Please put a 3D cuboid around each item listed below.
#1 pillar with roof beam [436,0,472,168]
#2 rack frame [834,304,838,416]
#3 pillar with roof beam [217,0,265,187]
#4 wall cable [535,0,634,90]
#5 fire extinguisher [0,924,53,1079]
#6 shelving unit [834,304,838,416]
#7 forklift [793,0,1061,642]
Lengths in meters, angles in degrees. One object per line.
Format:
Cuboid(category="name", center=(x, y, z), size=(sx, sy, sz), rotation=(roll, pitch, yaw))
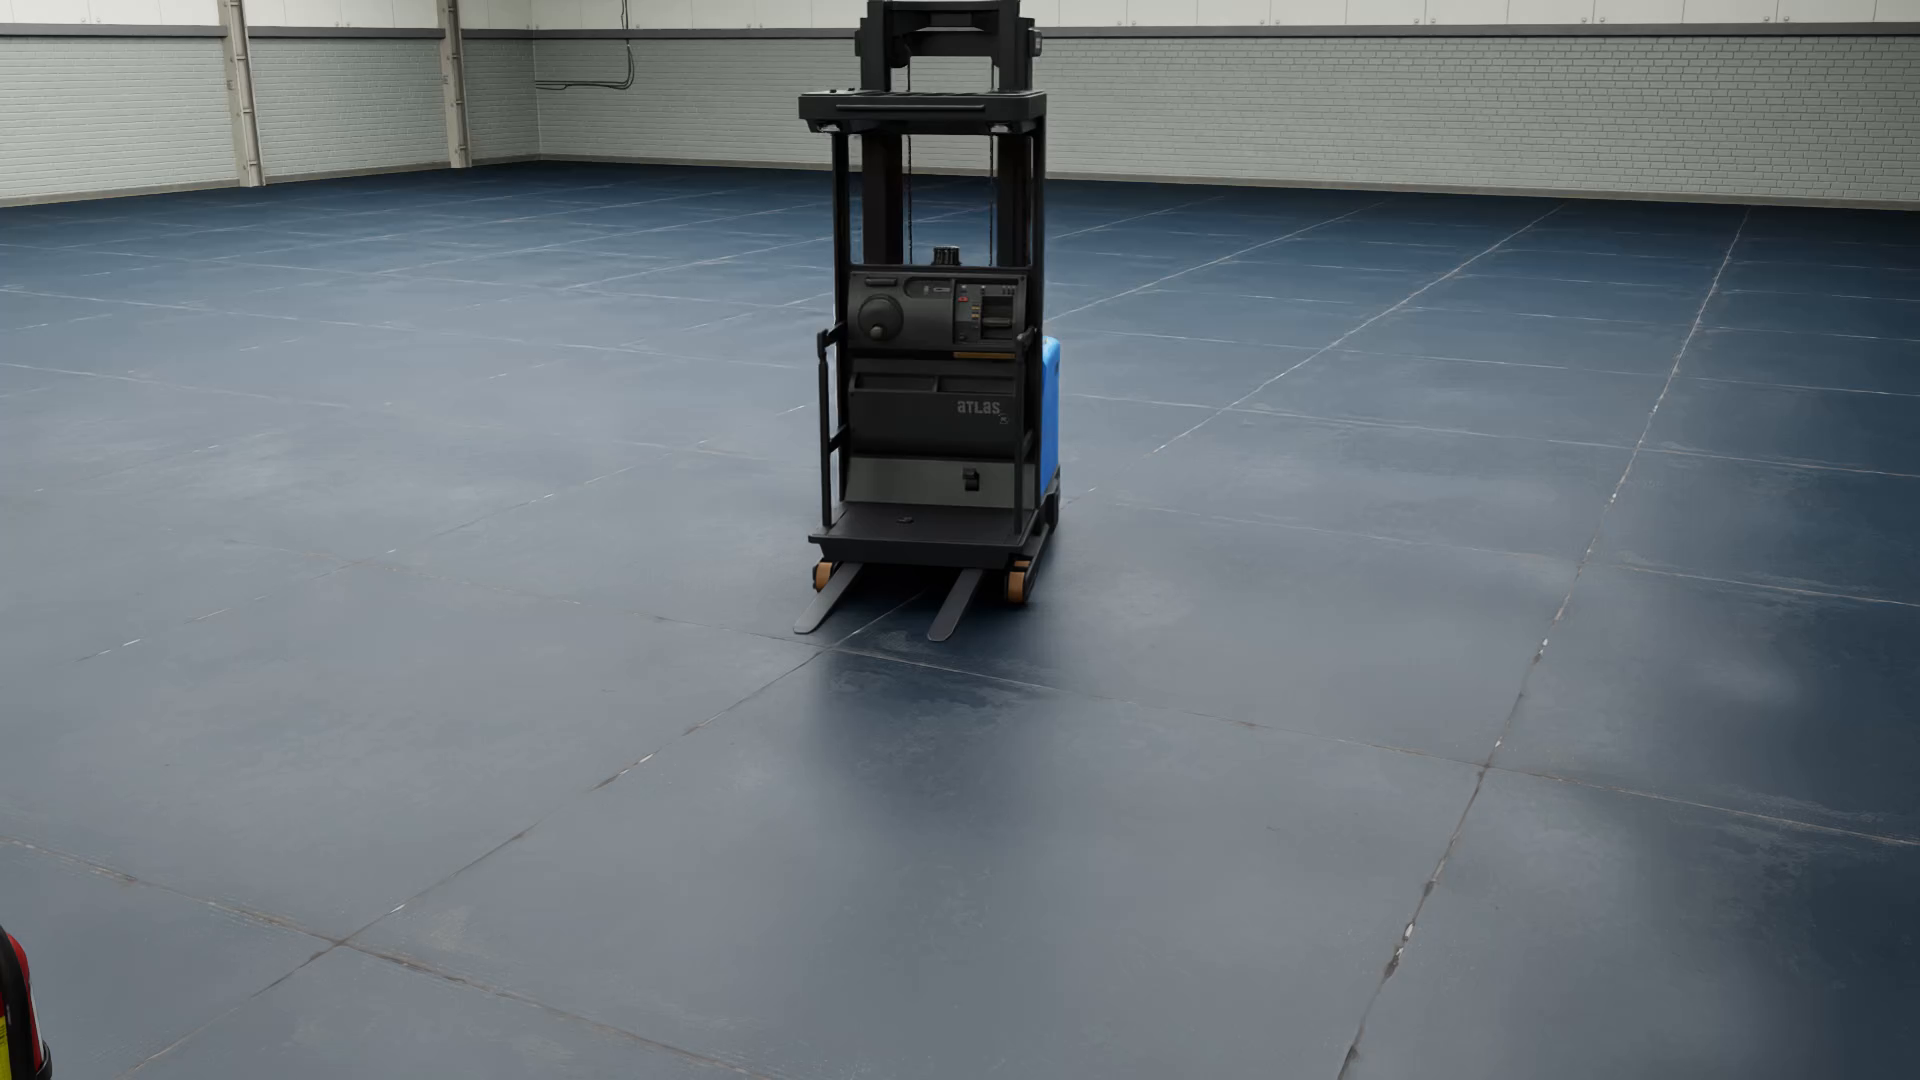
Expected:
Cuboid(category="pillar with roof beam", center=(-7.791, -12.464, 35.685), size=(9.100, 9.000, 0.400), rotation=(8, 18, 25))
Cuboid(category="rack frame", center=(-0.725, -0.830, 10.179), size=(0.015, 1.200, 0.240), rotation=(-4, 13, -14))
Cuboid(category="pillar with roof beam", center=(-10.473, -10.936, 30.539), size=(9.100, 9.000, 0.400), rotation=(8, 18, 25))
Cuboid(category="wall cable", center=(-9.143, -12.106, 39.931), size=(3.097, 2.526, 0.112), rotation=(8, 18, 25))
Cuboid(category="fire extinguisher", center=(-1.294, 0.661, 2.165), size=(0.296, 0.674, 0.183), rotation=(8, 18, 25))
Cuboid(category="shelving unit", center=(-0.488, -0.846, 10.236), size=(0.503, 1.200, 0.258), rotation=(-4, 13, -14))
Cuboid(category="forklift", center=(-0.151, -1.191, 8.385), size=(1.130, 2.935, 3.031), rotation=(3, 17, 9))
